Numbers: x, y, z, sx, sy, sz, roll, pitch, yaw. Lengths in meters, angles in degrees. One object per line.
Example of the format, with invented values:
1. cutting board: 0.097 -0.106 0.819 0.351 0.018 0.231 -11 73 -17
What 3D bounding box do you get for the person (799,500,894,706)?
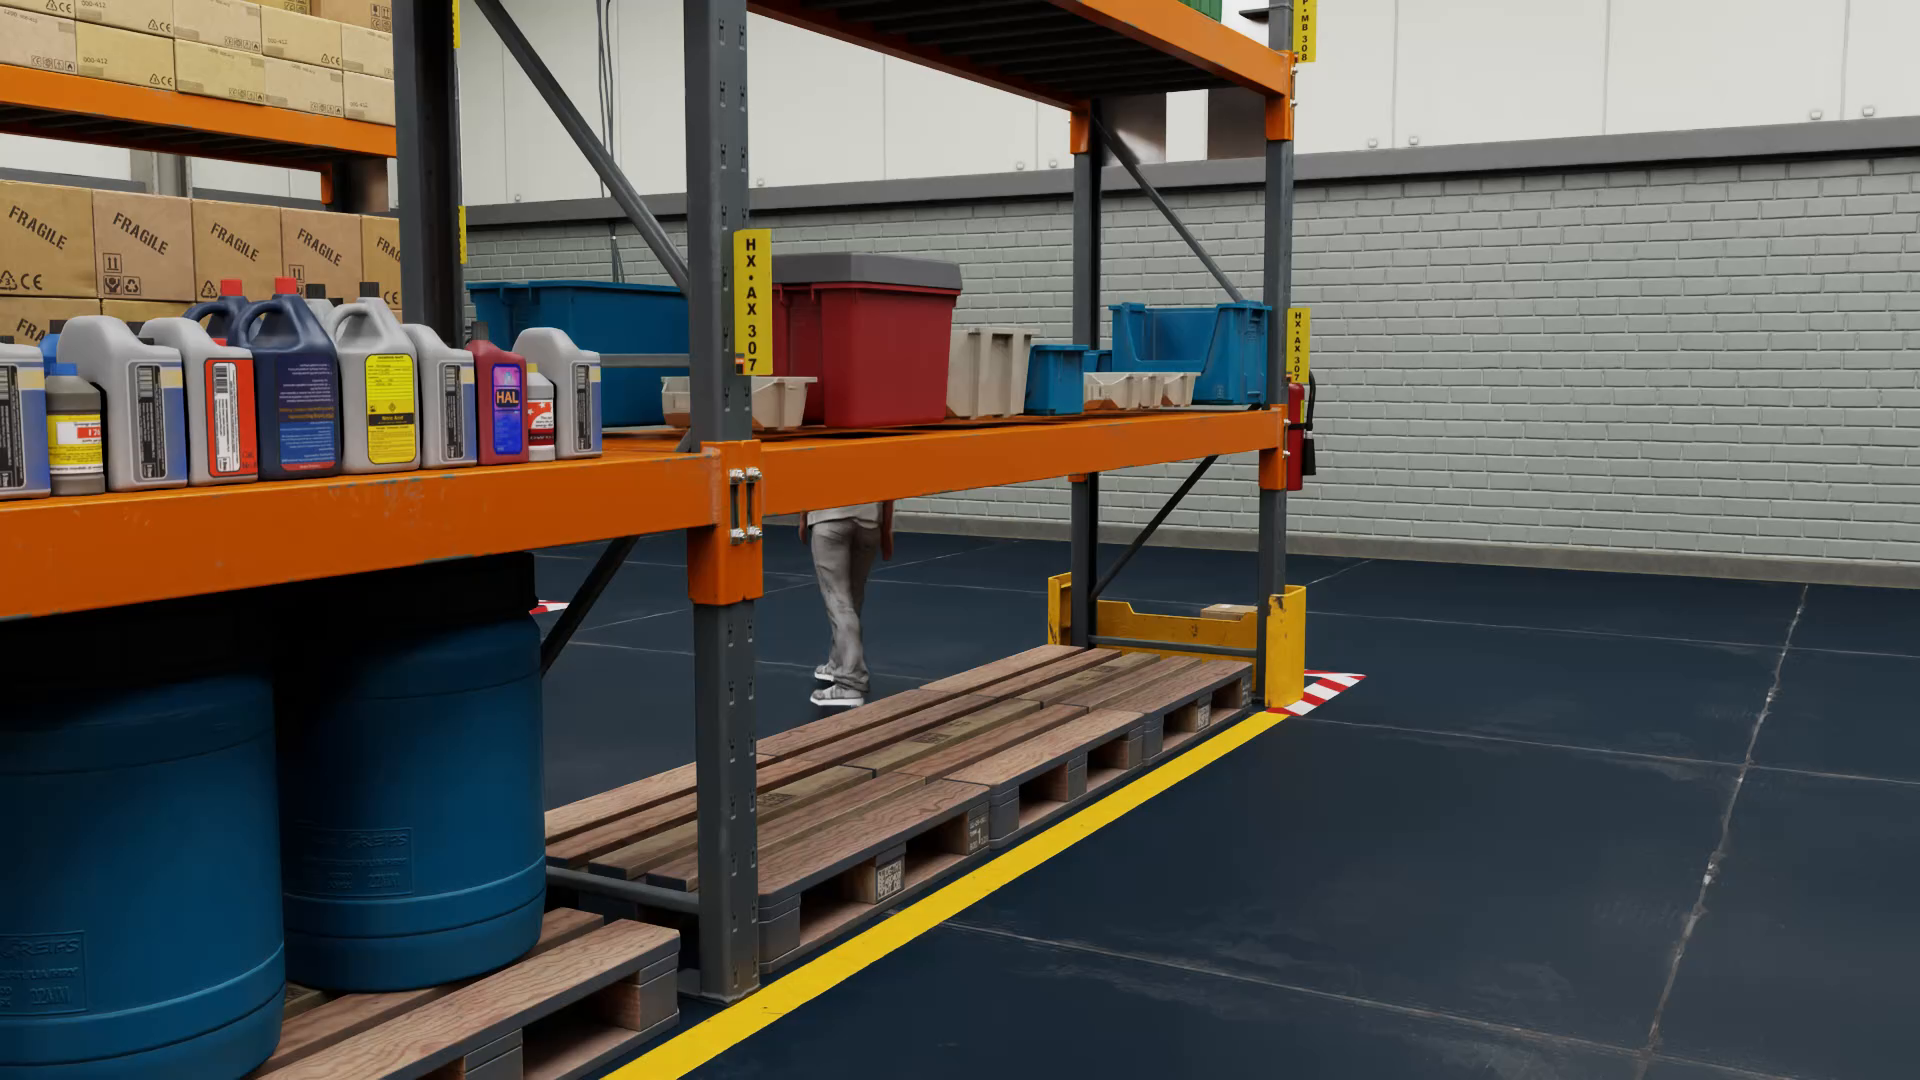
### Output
1. person: -0.536 -0.065 7.430 0.487 1.535 0.889 -3 7 -28
